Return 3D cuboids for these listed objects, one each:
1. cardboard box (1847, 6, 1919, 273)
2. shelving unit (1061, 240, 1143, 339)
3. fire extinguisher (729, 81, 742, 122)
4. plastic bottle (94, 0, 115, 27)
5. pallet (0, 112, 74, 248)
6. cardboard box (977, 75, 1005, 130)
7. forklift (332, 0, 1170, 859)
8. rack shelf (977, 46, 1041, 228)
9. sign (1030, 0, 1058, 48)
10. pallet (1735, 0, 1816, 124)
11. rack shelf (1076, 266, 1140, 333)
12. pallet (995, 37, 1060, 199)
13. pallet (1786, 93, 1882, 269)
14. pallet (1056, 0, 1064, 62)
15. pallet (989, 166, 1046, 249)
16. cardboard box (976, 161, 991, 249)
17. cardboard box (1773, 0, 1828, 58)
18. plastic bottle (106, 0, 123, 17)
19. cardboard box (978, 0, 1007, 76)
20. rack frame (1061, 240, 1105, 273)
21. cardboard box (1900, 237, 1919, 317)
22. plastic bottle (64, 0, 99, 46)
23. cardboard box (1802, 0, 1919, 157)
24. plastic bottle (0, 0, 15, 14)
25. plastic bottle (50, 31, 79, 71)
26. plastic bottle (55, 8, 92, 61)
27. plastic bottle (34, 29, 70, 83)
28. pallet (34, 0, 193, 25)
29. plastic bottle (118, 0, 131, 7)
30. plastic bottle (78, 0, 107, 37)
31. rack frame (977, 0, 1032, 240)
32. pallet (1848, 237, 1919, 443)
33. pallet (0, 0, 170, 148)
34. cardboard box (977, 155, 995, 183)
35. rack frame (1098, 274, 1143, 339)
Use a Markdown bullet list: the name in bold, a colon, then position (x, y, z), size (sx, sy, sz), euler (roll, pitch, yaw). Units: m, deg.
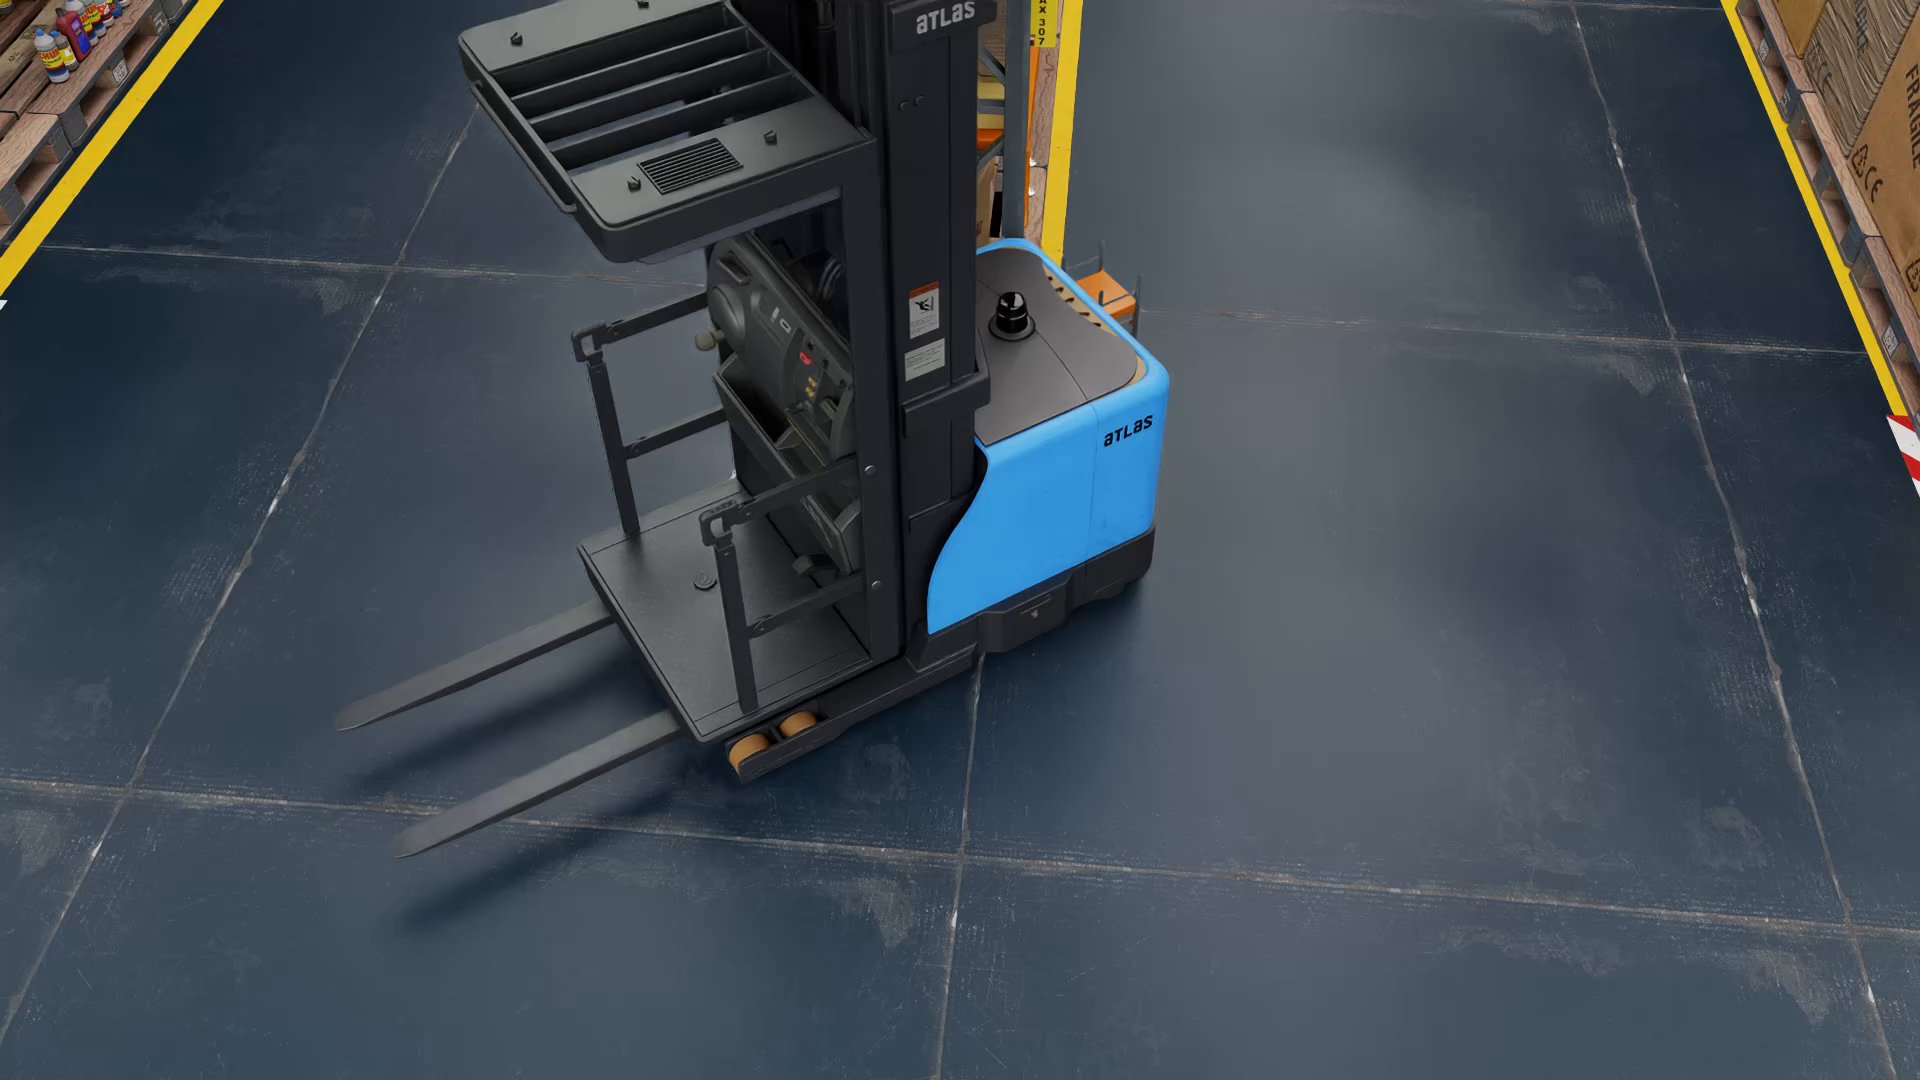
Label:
- **cardboard box**: position (4.759, -1.803, 7.547), size (0.875, 0.875, 0.875), euler (3, 48, 3)
- **shelving unit**: position (0.538, -0.685, 6.691), size (0.215, 1.050, 0.252), euler (-25, 52, -21)
- **fire extinguisher**: position (-0.714, -1.557, 6.220), size (0.296, 0.674, 0.183), euler (4, 48, 4)
- **plastic bottle**: position (-4.652, -2.883, 8.978), size (0.097, 0.201, 0.097), euler (0, 48, 0)
- **pallet**: position (-5.138, -1.684, 8.173), size (1.003, 0.211, 1.213), euler (4, 48, 4)
- **cardboard box**: position (0.019, -1.745, 6.510), size (0.380, 0.149, 0.250), euler (4, 48, 4)
- **forklift**: position (-0.764, -0.580, 5.320), size (3.031, 2.935, 1.130), euler (-24, 52, -21)
- **rack shelf**: position (-0.063, -2.863, 7.850), size (1.077, 0.370, 4.000), euler (4, 48, 4)
- **sign**: position (0.296, -1.892, 5.887), size (0.100, 0.325, 0.005), euler (4, 48, 4)
- **pallet**: position (4.903, -2.673, 9.078), size (1.003, 0.211, 1.213), euler (4, 48, 4)
- **rack shelf**: position (0.538, -0.869, 6.489), size (0.215, 0.259, 0.240), euler (-25, 52, -21)
- **pallet**: position (-0.015, -2.240, 8.682), size (1.003, 0.211, 1.213), euler (4, 48, 4)
- **pallet**: position (4.794, -1.774, 8.256), size (1.003, 0.211, 1.213), euler (4, 48, 4)
- **pallet**: position (0.094, -3.139, 9.504), size (1.003, 0.211, 1.213), euler (4, 48, 4)
- **pallet**: position (-0.129, -1.346, 7.864), size (1.003, 0.211, 1.213), euler (4, 48, 4)
- **cardboard box**: position (-0.171, -1.392, 7.426), size (0.500, 0.500, 0.500), euler (12, 49, 11)
- **cardboard box**: position (4.923, -3.135, 8.766), size (0.875, 0.875, 0.875), euler (5, 48, 4)
- **plastic bottle**: position (-4.643, -2.983, 9.022), size (0.097, 0.271, 0.097), euler (0, 48, 0)
- **cardboard box**: position (-0.167, -2.173, 6.461), size (0.875, 0.500, 0.500), euler (4, 48, 4)
- **rack frame**: position (0.472, -0.761, 6.760), size (0.200, 1.050, 0.008), euler (-25, 52, -21)
- **cardboard box**: position (4.681, -1.156, 6.956), size (0.875, 0.875, 0.875), euler (4, 48, 4)
- **plastic bottle**: position (-4.670, -2.760, 8.819), size (0.097, 0.271, 0.097), euler (0, 48, 0)
- **cardboard box**: position (4.844, -2.473, 8.160), size (0.875, 0.875, 0.875), euler (4, 48, 4)
- **plastic bottle**: position (-5.248, -2.984, 9.071), size (0.097, 0.201, 0.097), euler (0, 48, 0)
- **plastic bottle**: position (-4.692, -2.561, 8.684), size (0.097, 0.201, 0.097), euler (0, 48, 0)
- **plastic bottle**: position (-4.663, -2.678, 8.735), size (0.061, 0.283, 0.133), euler (5, 48, 4)
- **plastic bottle**: position (-4.702, -2.509, 8.588), size (0.097, 0.271, 0.097), euler (0, 48, 0)
- **pallet**: position (-4.915, -3.477, 9.813), size (1.003, 0.211, 1.213), euler (4, 48, 4)
- **plastic bottle**: position (-4.633, -3.034, 9.117), size (0.097, 0.201, 0.097), euler (0, 48, 0)
- **plastic bottle**: position (-4.661, -2.834, 8.886), size (0.097, 0.271, 0.097), euler (0, 48, 0)
- **rack frame**: position (-0.245, -1.637, 6.240), size (1.000, 3.000, 0.127), euler (4, 48, 4)
- **pallet**: position (4.680, -0.880, 7.438), size (1.003, 0.211, 1.213), euler (4, 48, 4)
- **pallet**: position (-5.024, -2.578, 8.991), size (1.003, 0.211, 1.213), euler (4, 48, 4)
- **cardboard box**: position (-0.151, -1.834, 7.830), size (0.500, 0.500, 0.500), euler (15, 49, 14)
- **rack frame**: position (0.604, -0.609, 6.621), size (0.200, 1.050, 0.008), euler (-25, 52, -21)
